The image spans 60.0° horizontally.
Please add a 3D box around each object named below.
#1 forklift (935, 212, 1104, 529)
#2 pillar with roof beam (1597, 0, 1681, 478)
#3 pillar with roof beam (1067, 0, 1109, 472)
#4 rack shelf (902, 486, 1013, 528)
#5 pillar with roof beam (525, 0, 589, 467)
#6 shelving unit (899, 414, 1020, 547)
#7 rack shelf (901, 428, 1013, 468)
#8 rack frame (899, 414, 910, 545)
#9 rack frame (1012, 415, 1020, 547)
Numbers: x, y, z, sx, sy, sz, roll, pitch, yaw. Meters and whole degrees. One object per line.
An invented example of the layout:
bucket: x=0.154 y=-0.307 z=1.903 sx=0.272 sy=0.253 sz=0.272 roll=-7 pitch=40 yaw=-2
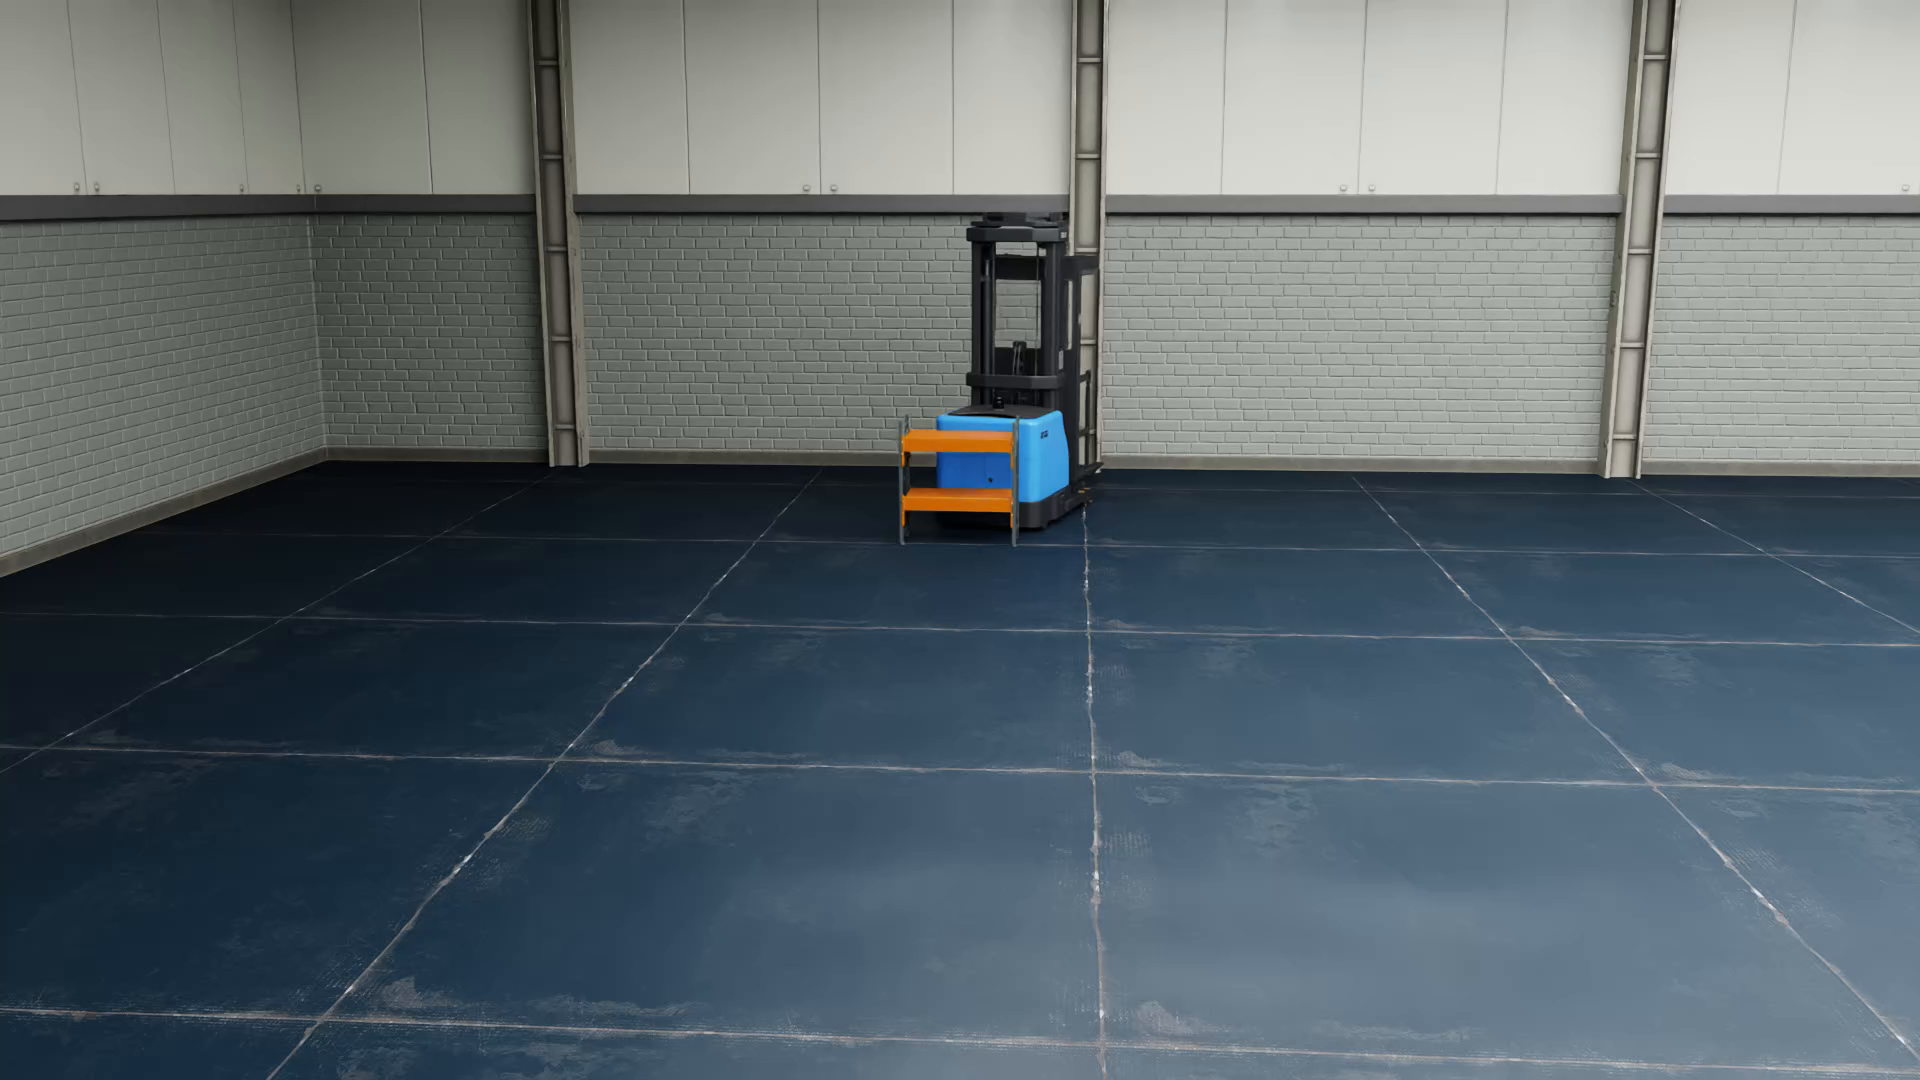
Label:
forklift: x=0.741 y=-1.798 z=16.687 sx=1.130 sy=2.935 sz=3.031 roll=4 pitch=13 yaw=19
pillar with roof beam: x=7.113 y=-4.246 z=13.570 sx=0.400 sy=9.000 sz=9.100 roll=1 pitch=12 yaw=4
pillar with roof beam: x=1.127 y=-4.328 z=13.963 sx=0.400 sy=9.000 sz=9.100 roll=1 pitch=12 yaw=4
rack shelf: x=-0.001 y=-0.308 z=15.171 sx=1.000 sy=0.278 sz=0.538 roll=1 pitch=12 yaw=5
pillar with roof beam: x=-4.860 y=-4.410 z=14.355 sx=0.400 sy=9.000 sz=9.100 roll=1 pitch=12 yaw=4
shelving unit: x=-0.001 y=-0.548 z=15.121 sx=1.048 sy=1.125 sz=0.538 roll=1 pitch=12 yaw=5
rack shelf: x=-0.001 y=-0.834 z=15.061 sx=1.000 sy=0.278 sz=0.538 roll=1 pitch=12 yaw=5
rack frame: x=-0.507 y=-0.558 z=15.168 sx=0.032 sy=1.125 sz=0.500 roll=1 pitch=12 yaw=5
rack frame: x=0.505 y=-0.538 z=15.073 sx=0.032 sy=1.125 sz=0.500 roll=1 pitch=12 yaw=5
